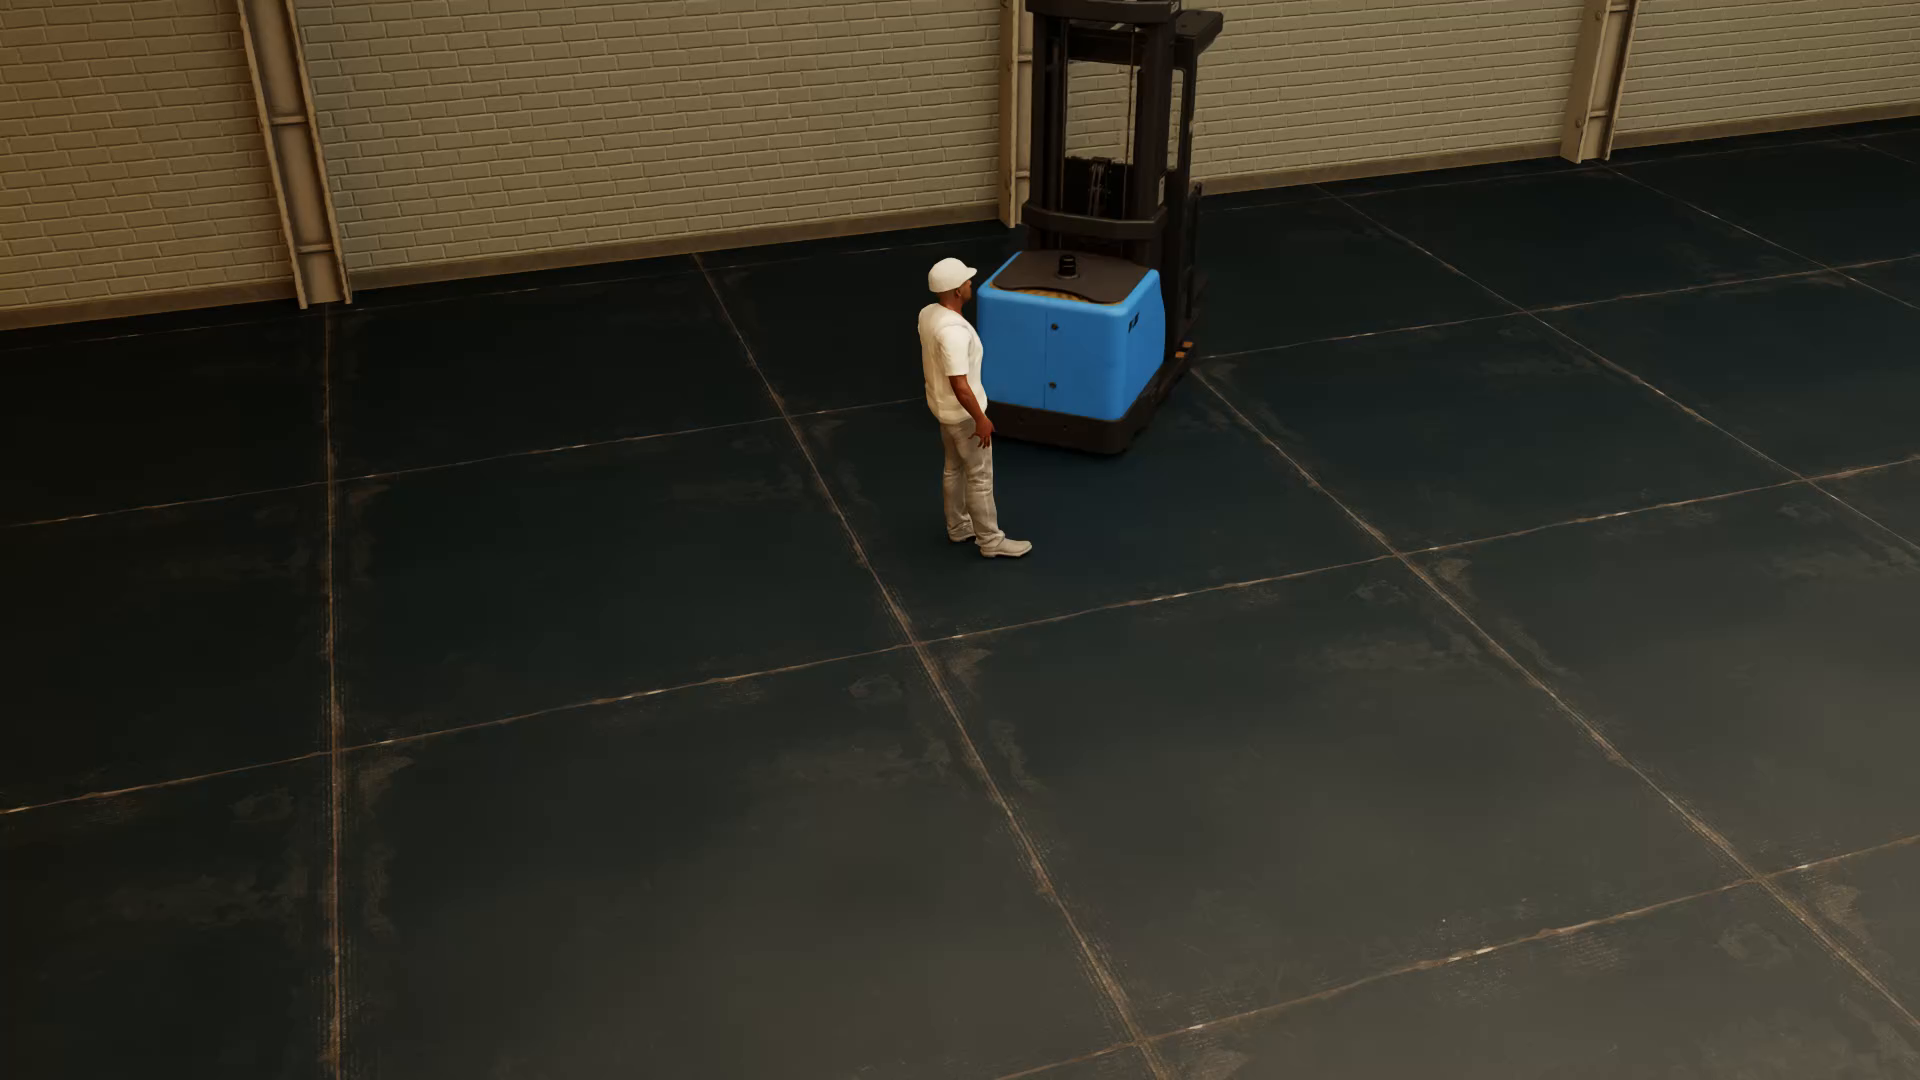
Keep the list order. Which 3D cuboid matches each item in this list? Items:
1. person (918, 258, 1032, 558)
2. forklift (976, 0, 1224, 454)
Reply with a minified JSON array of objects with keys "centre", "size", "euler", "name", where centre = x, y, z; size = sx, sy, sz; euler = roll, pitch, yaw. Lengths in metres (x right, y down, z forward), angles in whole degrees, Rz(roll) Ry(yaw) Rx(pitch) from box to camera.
[{"centre":[0.068,-0.780,9.596],"size":[0.577,1.765,0.665],"euler":[-10,31,-16],"name":"person"},{"centre":[1.110,-2.549,11.517],"size":[1.130,2.935,3.031],"euler":[11,32,19],"name":"forklift"}]
